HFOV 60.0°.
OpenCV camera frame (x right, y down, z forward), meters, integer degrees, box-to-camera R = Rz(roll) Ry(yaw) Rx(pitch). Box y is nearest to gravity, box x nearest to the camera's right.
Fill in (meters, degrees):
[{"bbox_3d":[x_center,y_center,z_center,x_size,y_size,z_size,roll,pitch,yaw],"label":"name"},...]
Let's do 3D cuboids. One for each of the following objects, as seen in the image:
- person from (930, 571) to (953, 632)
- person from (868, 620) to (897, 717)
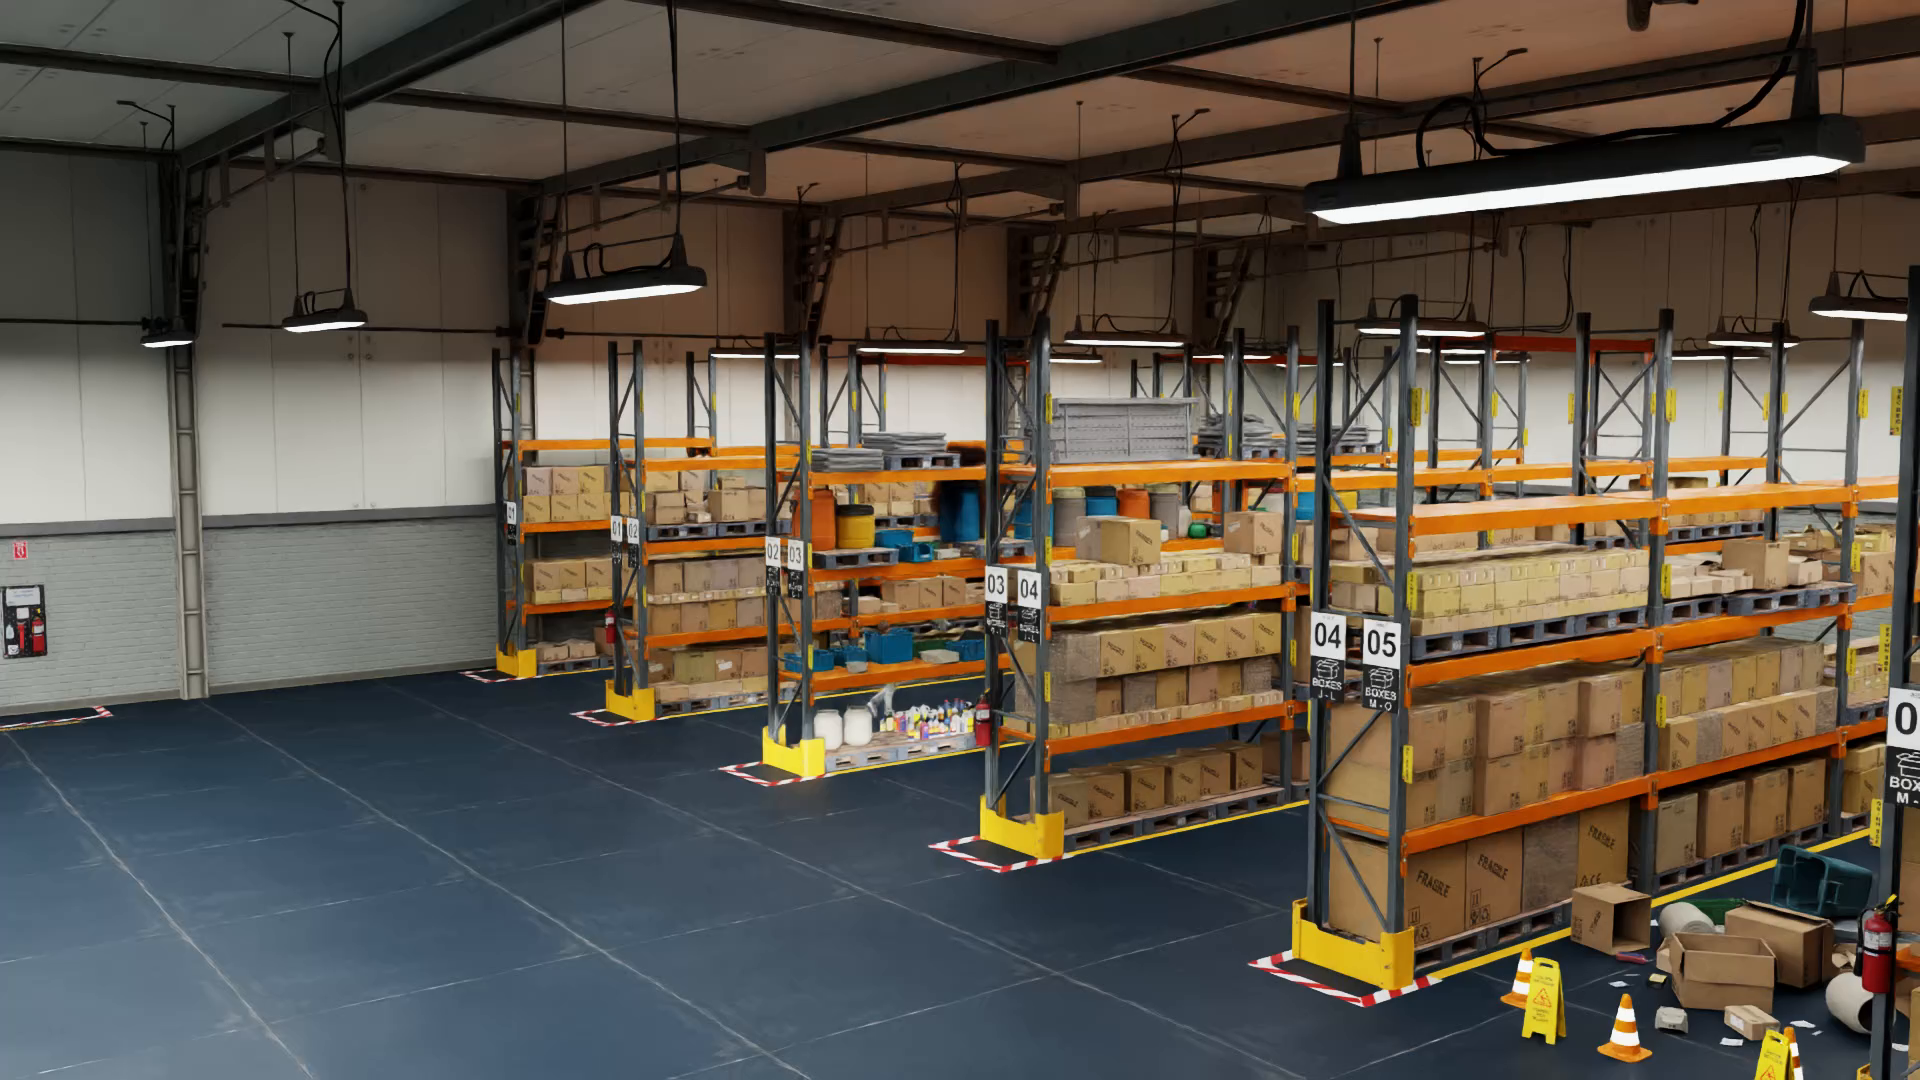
[{"bbox_3d":[-0.332,1.307,34.548,0.647,1.639,0.505,-4,7,-40],"label":"person"},{"bbox_3d":[-1.184,2.046,26.227,0.562,1.590,0.433,1,5,8],"label":"person"}]
